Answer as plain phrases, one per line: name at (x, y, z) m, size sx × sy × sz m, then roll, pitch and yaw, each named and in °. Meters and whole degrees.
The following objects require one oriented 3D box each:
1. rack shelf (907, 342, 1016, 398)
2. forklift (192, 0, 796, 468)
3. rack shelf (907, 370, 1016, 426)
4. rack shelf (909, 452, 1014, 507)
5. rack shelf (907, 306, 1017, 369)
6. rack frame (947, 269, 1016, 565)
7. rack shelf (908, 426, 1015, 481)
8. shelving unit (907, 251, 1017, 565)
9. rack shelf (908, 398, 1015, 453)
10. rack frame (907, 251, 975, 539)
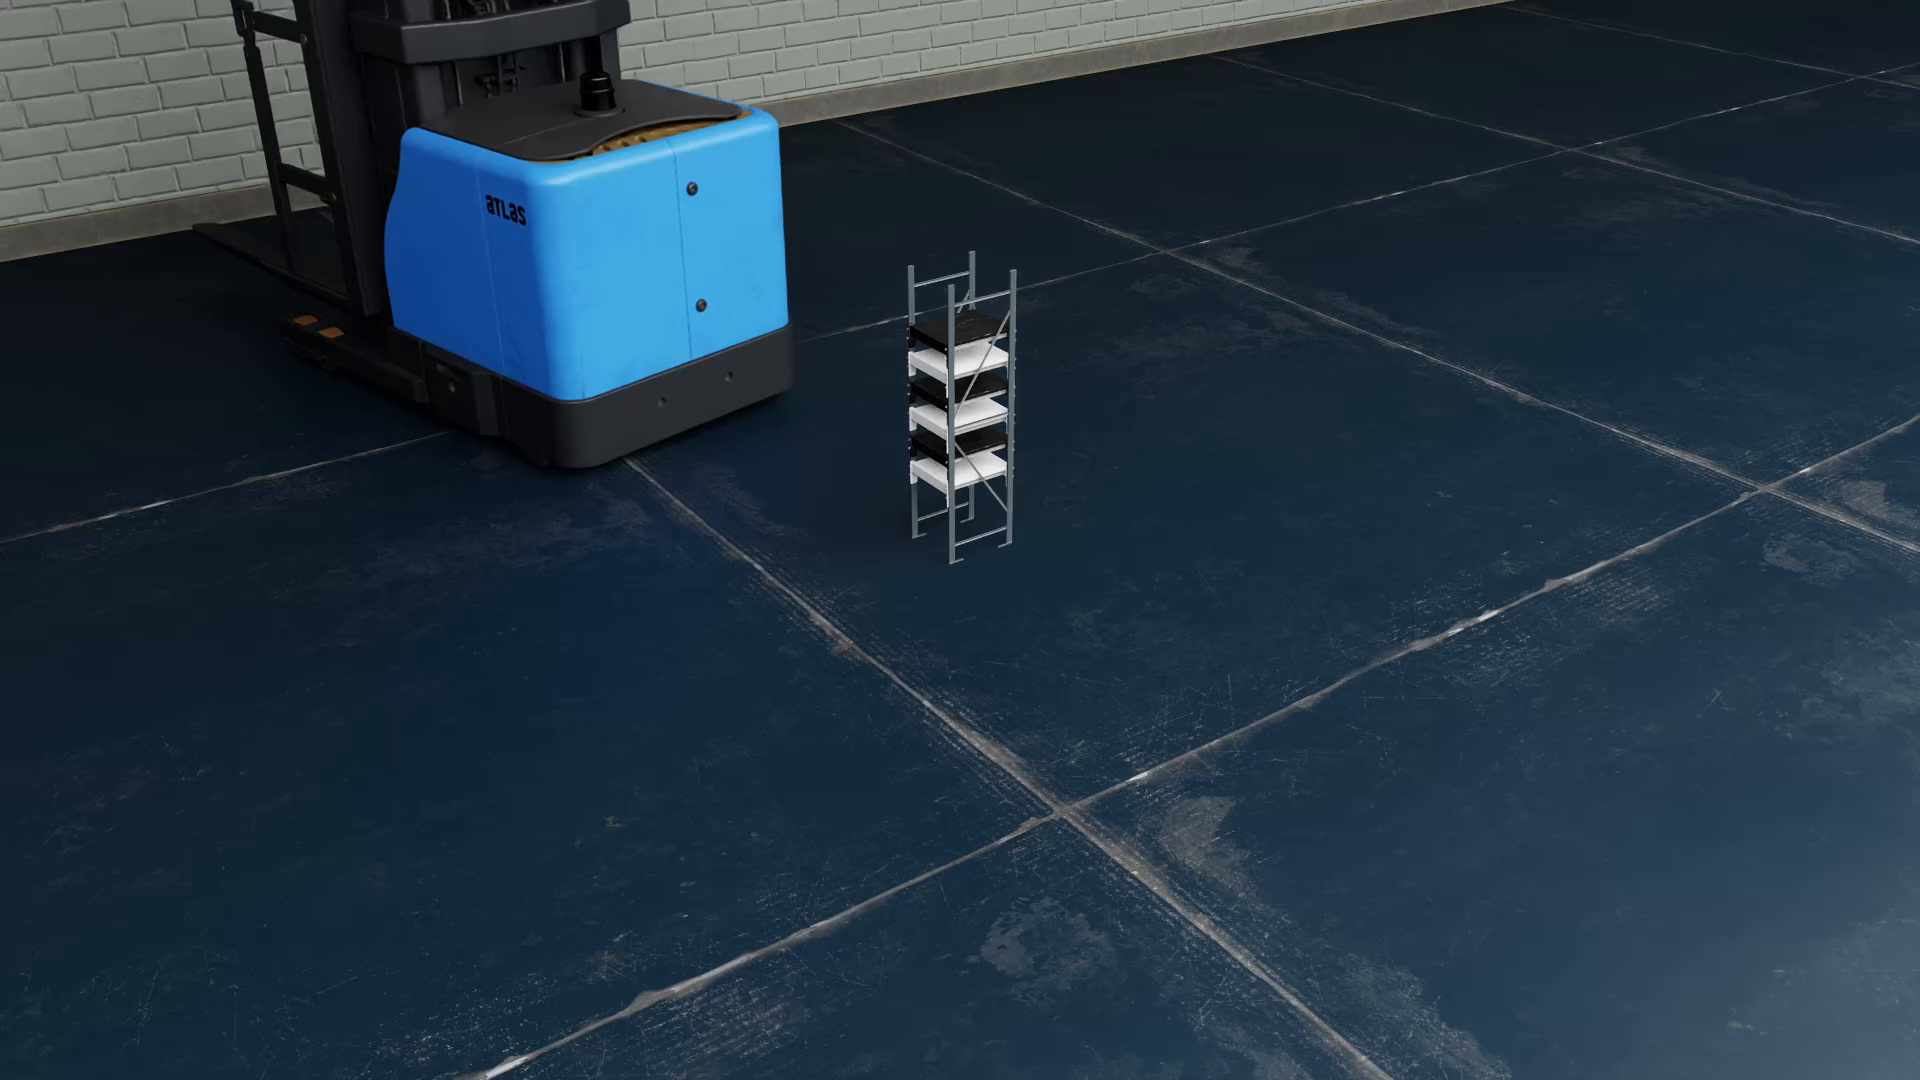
rack shelf at (0.005, -0.521, 4.959) m, size 0.258 × 0.077 × 0.200 m, roll -19°, pitch 34°, yaw -31°
forklift at (-2.041, -2.111, 6.066) m, size 3.031 × 2.935 × 1.130 m, roll 23°, pitch 36°, yaw 36°
rack shelf at (0.005, -0.442, 5.002) m, size 0.258 × 0.077 × 0.200 m, roll -19°, pitch 34°, yaw -31°
rack shelf at (0.005, -0.205, 5.131) m, size 0.258 × 0.077 × 0.200 m, roll -19°, pitch 34°, yaw -31°
rack shelf at (0.005, -0.600, 4.916) m, size 0.258 × 0.077 × 0.200 m, roll -19°, pitch 34°, yaw -31°
rack frame at (0.064, -0.353, 4.957) m, size 0.240 × 0.900 × 0.006 m, roll -19°, pitch 34°, yaw -31°
rack shelf at (0.005, -0.284, 5.088) m, size 0.258 × 0.077 × 0.200 m, roll -19°, pitch 34°, yaw -31°
shelving unit at (0.005, -0.392, 5.029) m, size 0.258 × 0.900 × 0.210 m, roll -19°, pitch 34°, yaw -31°
rack shelf at (0.005, -0.363, 5.045) m, size 0.258 × 0.077 × 0.200 m, roll -19°, pitch 34°, yaw -31°
rack frame at (-0.054, -0.432, 5.102) m, size 0.240 × 0.900 × 0.006 m, roll -19°, pitch 34°, yaw -31°
